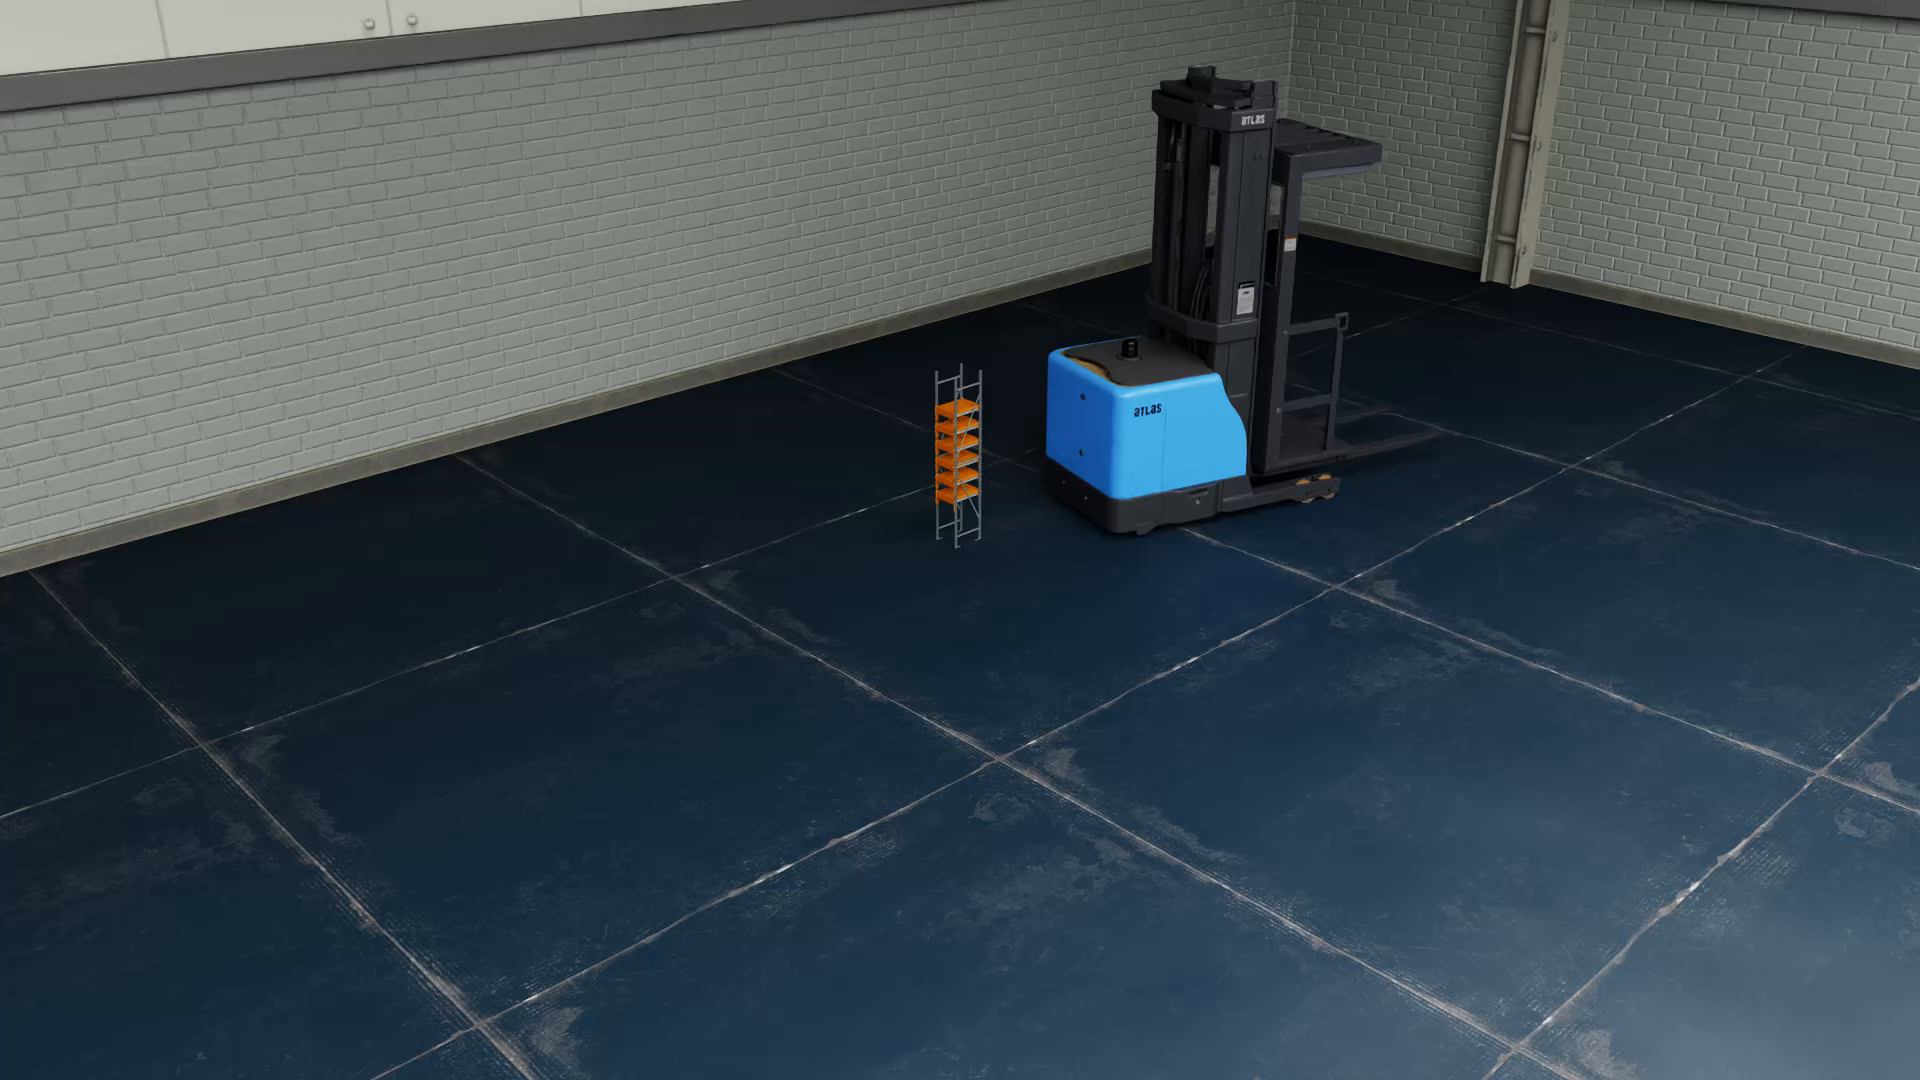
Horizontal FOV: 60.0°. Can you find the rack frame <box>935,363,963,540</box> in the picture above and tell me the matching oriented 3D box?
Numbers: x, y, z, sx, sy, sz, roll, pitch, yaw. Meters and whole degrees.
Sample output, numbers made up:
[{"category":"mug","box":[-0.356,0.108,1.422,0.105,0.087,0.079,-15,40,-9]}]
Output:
[{"category":"rack frame","box":[-0.072,-0.578,11.071,0.240,1.200,0.006,-21,32,-38]}]

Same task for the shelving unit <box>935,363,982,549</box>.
[{"category":"shelving unit","box":[-0.010,-0.550,11.011,0.258,1.200,0.189,-21,32,-38]}]

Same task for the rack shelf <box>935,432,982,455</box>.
[{"category":"rack shelf","box":[-0.010,-0.619,10.979,0.258,0.103,0.180,-21,32,-38]}]

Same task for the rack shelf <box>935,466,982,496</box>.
[{"category":"rack shelf","box":[-0.010,-0.401,11.079,0.258,0.103,0.180,-21,32,-38]}]

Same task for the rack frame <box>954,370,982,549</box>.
[{"category":"rack frame","box":[0.053,-0.523,10.950,0.240,1.200,0.006,-21,32,-38]}]

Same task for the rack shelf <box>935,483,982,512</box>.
[{"category":"rack shelf","box":[-0.010,-0.291,11.129,0.258,0.103,0.180,-21,32,-38]}]

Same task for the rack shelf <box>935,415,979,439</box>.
[{"category":"rack shelf","box":[-0.010,-0.728,10.929,0.258,0.103,0.180,-21,32,-38]}]

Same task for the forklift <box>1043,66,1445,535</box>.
[{"category":"forklift","box":[2.146,-1.777,11.614,3.031,2.935,1.130,-12,27,-24]}]

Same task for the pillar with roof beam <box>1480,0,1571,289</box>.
[{"category":"pillar with roof beam","box":[2.442,-5.519,12.505,9.100,9.000,0.400,-21,32,-38]}]

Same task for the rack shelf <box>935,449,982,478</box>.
[{"category":"rack shelf","box":[-0.010,-0.510,11.029,0.258,0.103,0.180,-21,32,-38]}]

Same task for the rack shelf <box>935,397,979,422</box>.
[{"category":"rack shelf","box":[-0.010,-0.837,10.880,0.258,0.103,0.180,-21,32,-38]}]
